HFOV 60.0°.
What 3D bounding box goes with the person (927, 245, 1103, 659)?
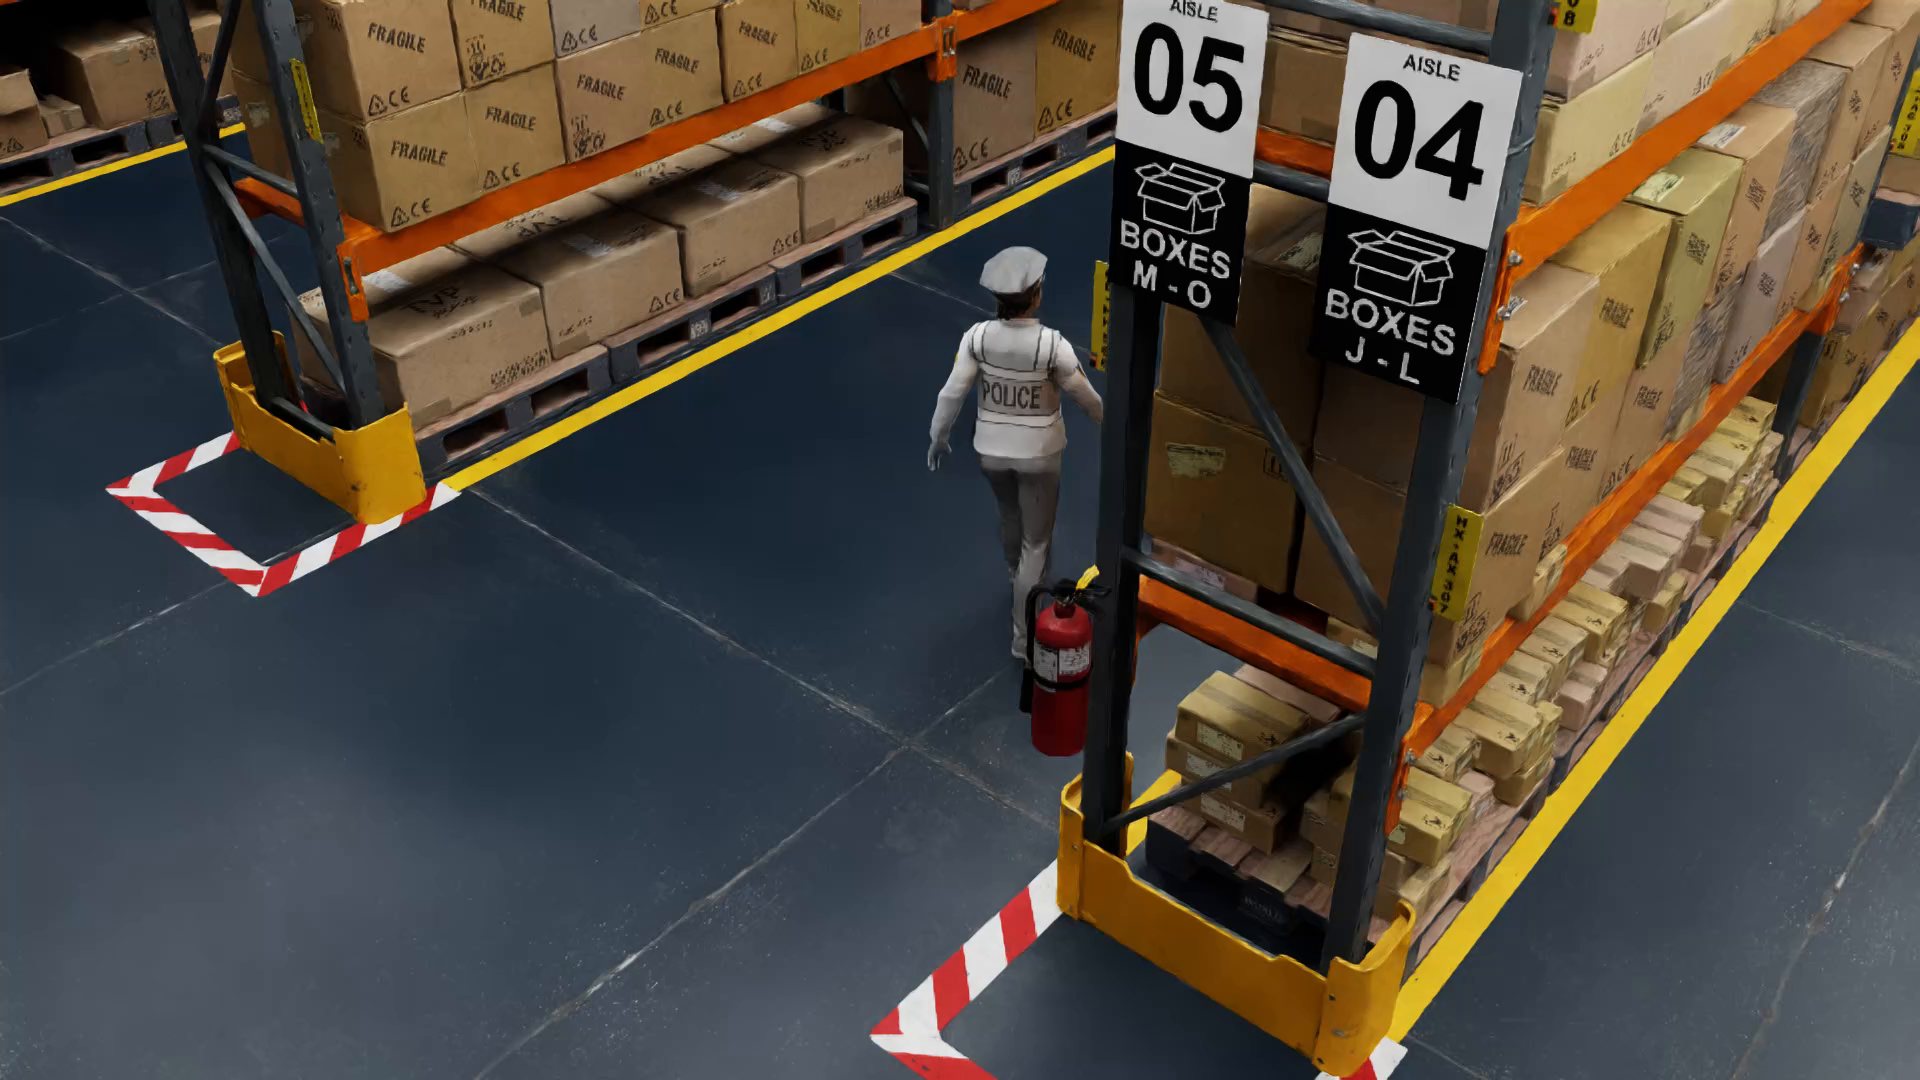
[{"bbox_3d":[0.223,-0.372,6.700,0.681,1.719,0.737,11,37,16],"label":"person"}]
